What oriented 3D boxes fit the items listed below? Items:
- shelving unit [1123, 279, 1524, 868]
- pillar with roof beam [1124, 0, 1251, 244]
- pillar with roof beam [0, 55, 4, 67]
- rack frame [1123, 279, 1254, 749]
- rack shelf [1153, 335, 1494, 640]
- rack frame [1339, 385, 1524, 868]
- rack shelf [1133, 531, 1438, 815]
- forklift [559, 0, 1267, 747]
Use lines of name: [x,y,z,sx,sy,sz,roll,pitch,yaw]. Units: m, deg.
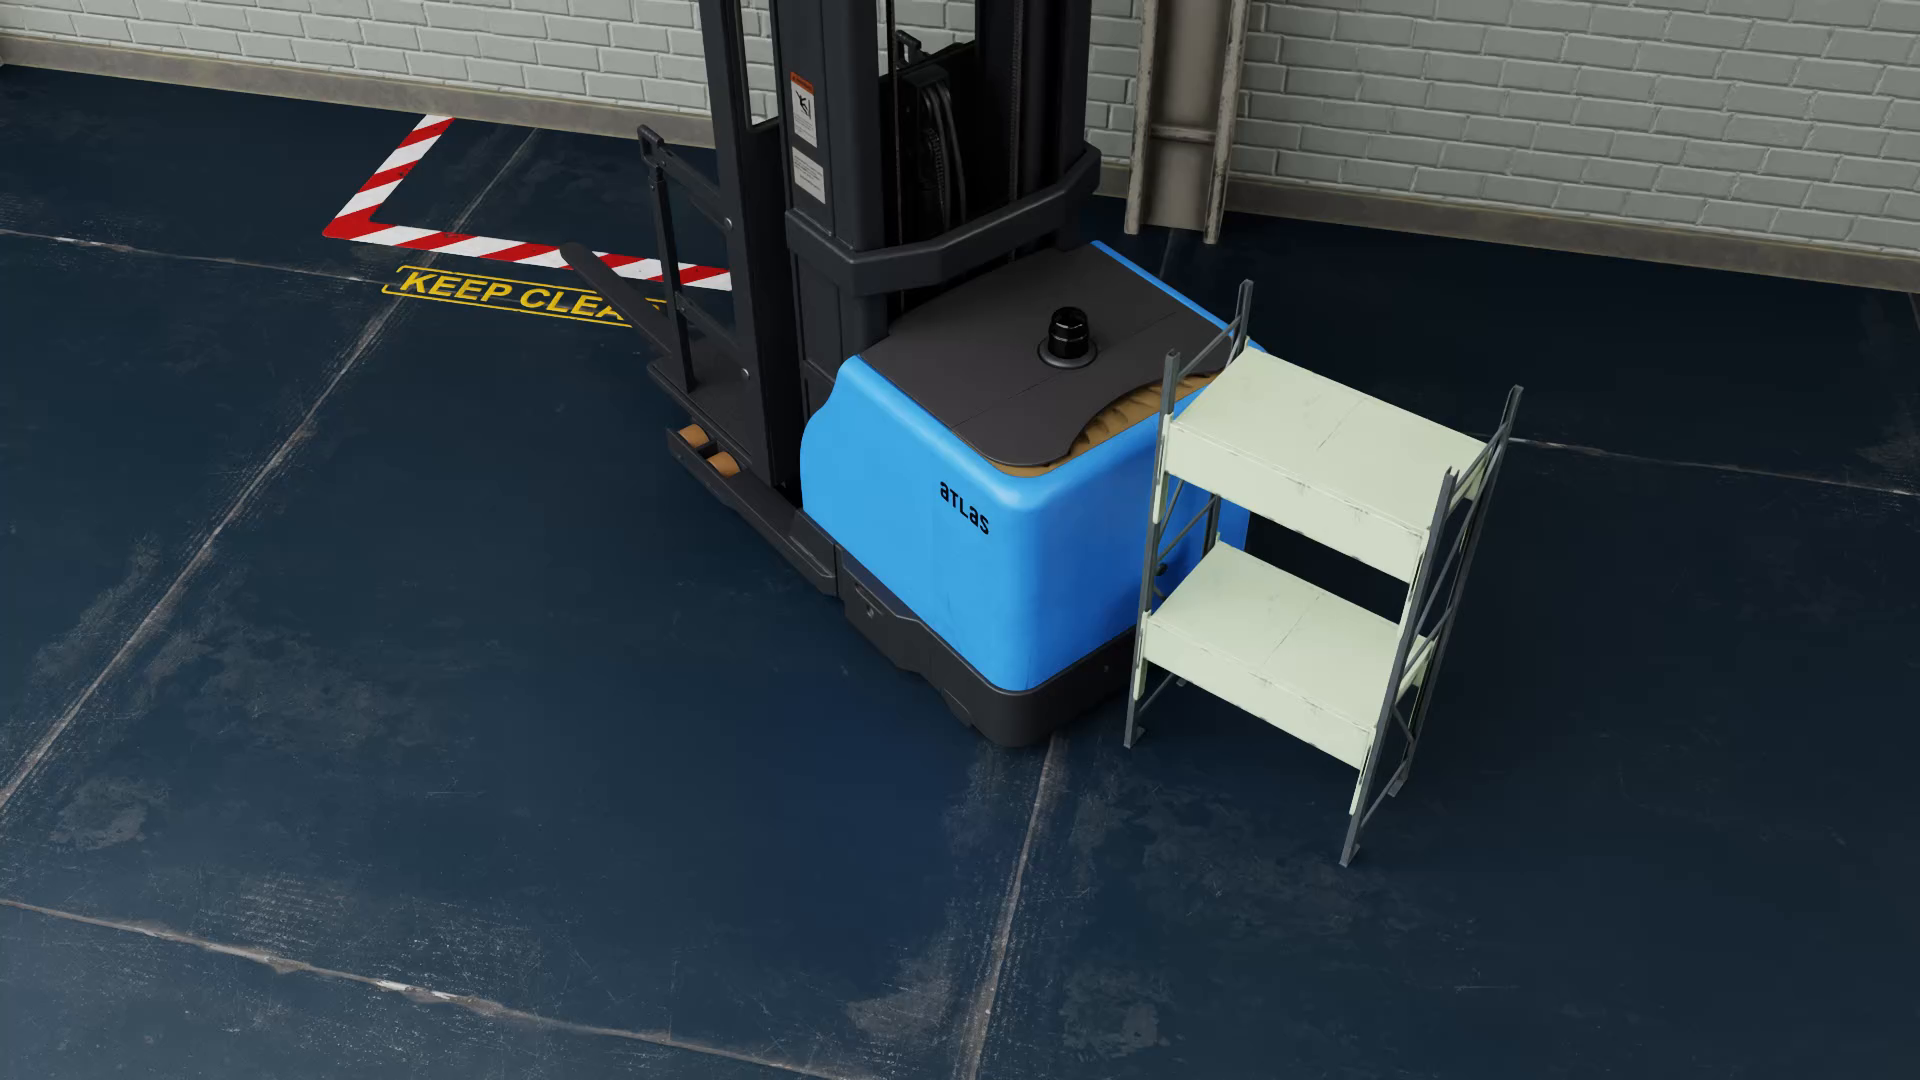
shelving unit: [0.923,0.134,4.530,0.755,1.500,0.431,27,50,25]
pillar with roof beam: [-0.011,-1.716,1.044,0.400,9.000,9.100,9,45,9]
pillar with roof beam: [-5.866,-2.625,1.988,0.400,9.000,9.100,9,45,9]
rack frame: [0.629,-0.017,4.686,0.023,1.500,0.400,27,50,25]
rack shelf: [0.923,-0.147,4.259,0.720,0.370,0.431,27,50,25]
rack frame: [1.218,0.284,4.373,0.023,1.500,0.400,27,50,25]
rack shelf: [0.923,0.369,4.756,0.720,0.370,0.431,27,50,25]
forklift: [-0.396,-1.396,5.087,1.130,2.935,3.031,-29,51,-27]
